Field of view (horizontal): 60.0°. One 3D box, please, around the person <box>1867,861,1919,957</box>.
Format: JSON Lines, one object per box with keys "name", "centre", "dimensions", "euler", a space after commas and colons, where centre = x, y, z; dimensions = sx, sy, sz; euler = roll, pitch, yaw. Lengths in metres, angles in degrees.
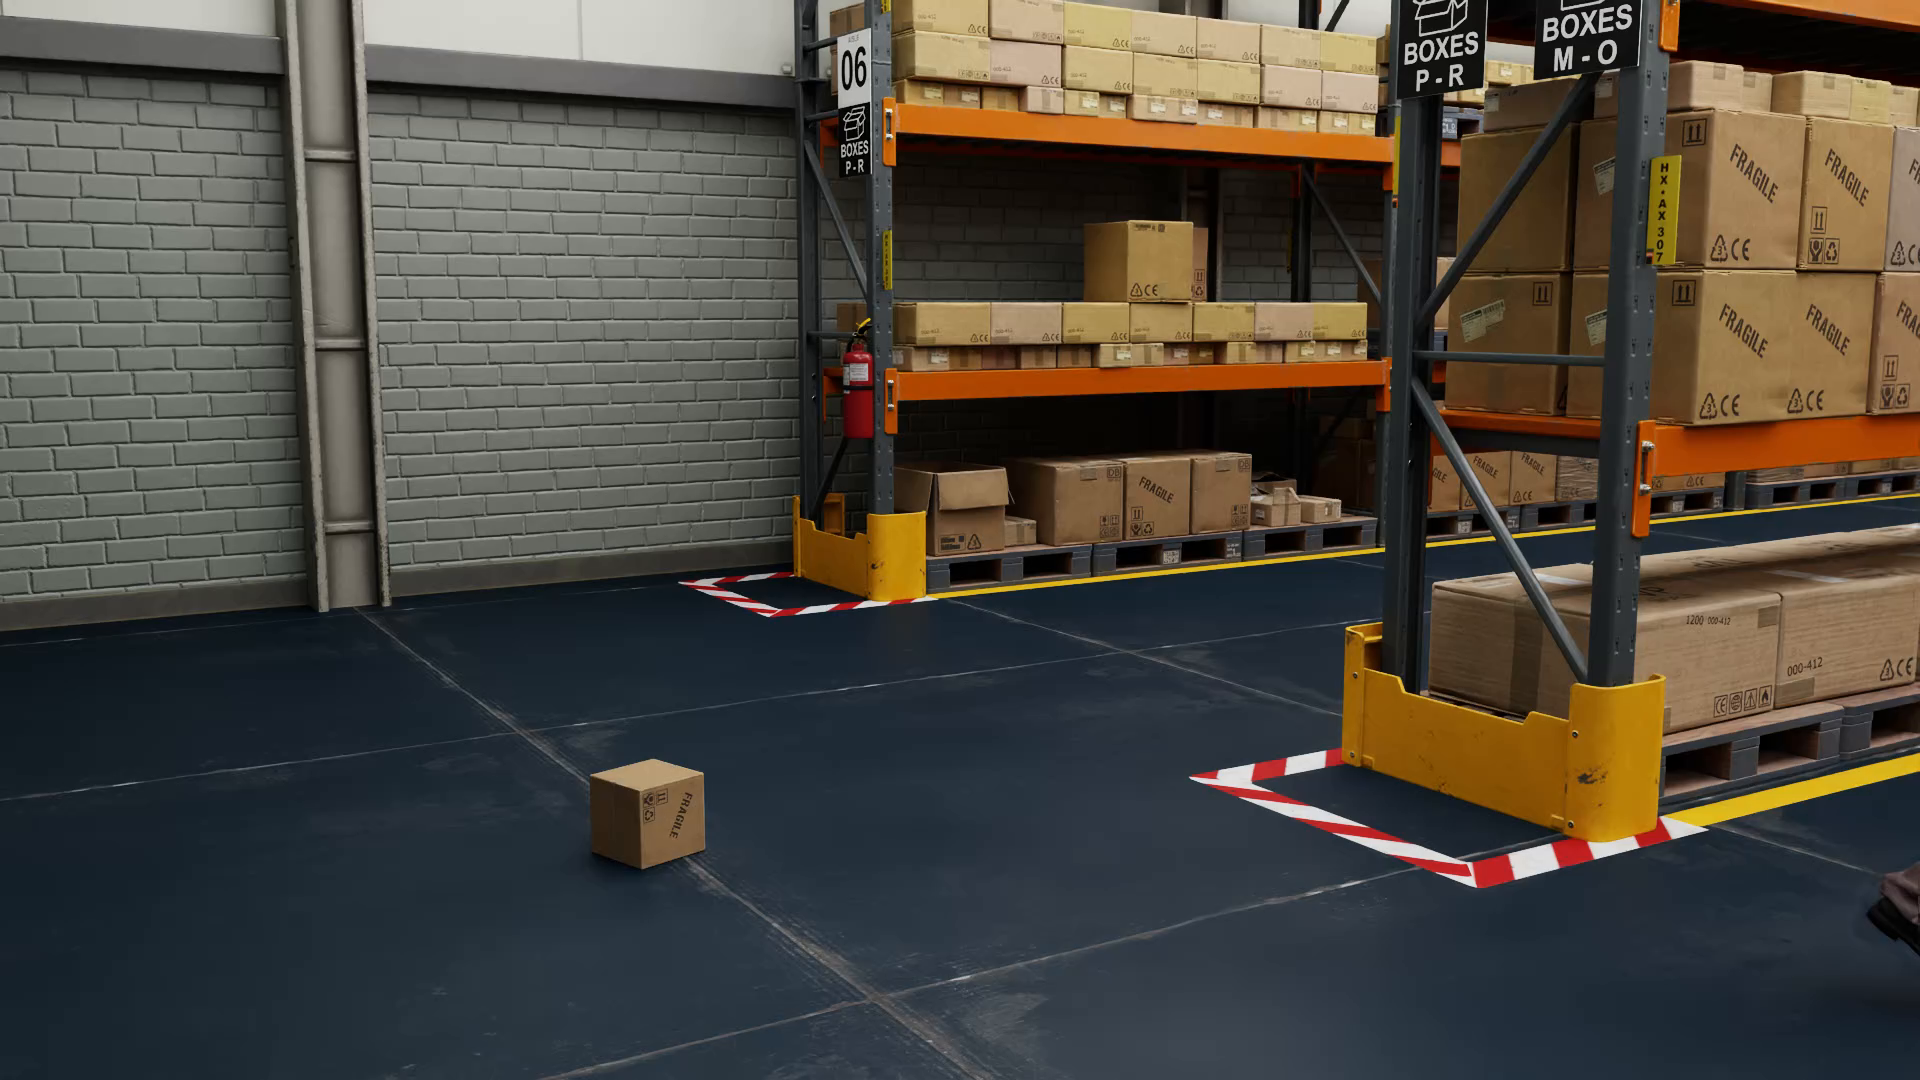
{"name": "person", "centre": [2.720, 0.274, 3.953], "dimensions": [0.967, 1.685, 0.523], "euler": [2, 8, 17]}
